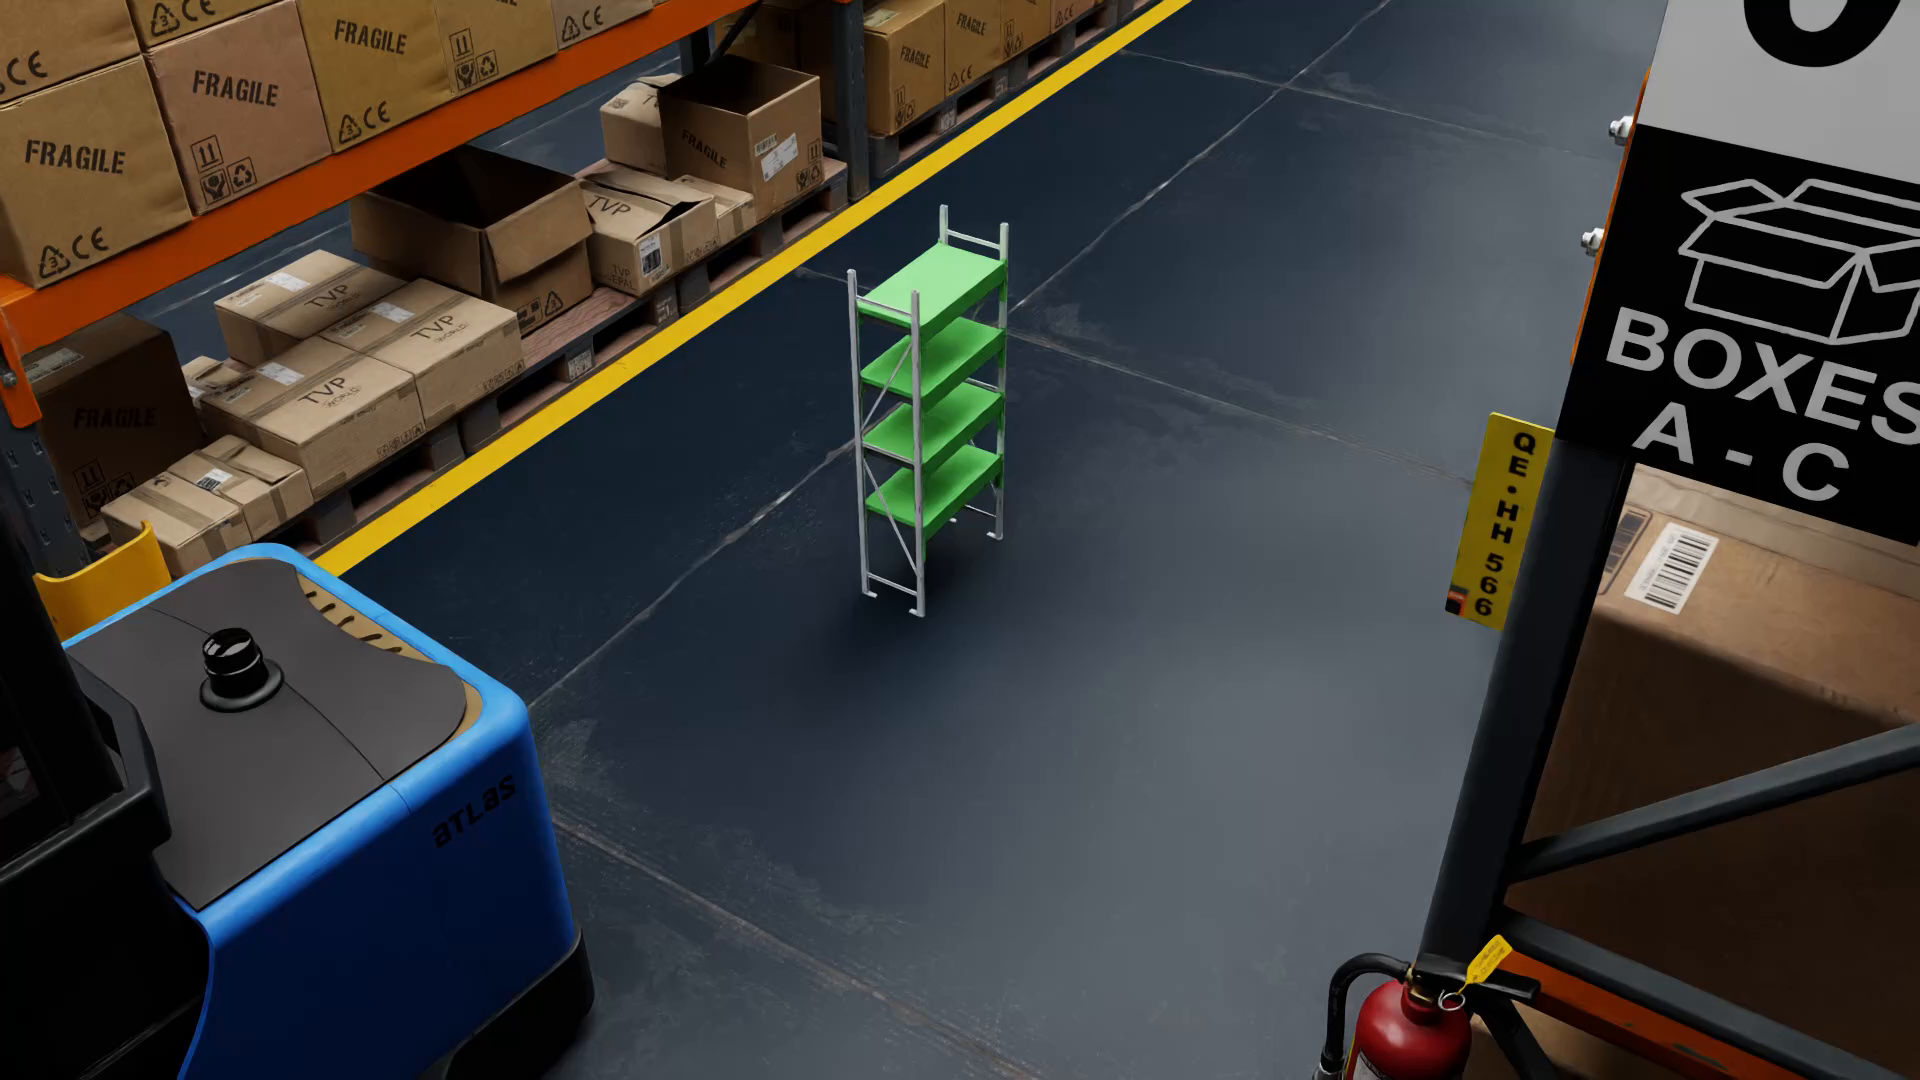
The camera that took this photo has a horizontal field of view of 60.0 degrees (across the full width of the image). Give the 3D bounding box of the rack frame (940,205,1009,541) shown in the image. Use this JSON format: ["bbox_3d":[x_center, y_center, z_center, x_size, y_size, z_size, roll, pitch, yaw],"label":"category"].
[{"bbox_3d":[0.042,-0.516,5.436,0.240,1.200,0.015,21,42,25],"label":"rack frame"}]

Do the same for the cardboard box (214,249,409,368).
[{"bbox_3d":[-2.406,-0.823,6.253,0.500,0.250,0.500,21,42,25],"label":"cardboard box"}]

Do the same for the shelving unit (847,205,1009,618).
[{"bbox_3d":[-0.089,-0.390,5.273,0.258,1.200,0.503,21,42,25],"label":"shelving unit"}]

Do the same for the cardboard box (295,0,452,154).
[{"bbox_3d":[-2.020,-1.605,5.293,0.500,0.500,0.500,21,42,25],"label":"cardboard box"}]

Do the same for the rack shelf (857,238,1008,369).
[{"bbox_3d":[-0.089,-0.719,5.019,0.258,0.148,0.480,21,42,25],"label":"rack shelf"}]

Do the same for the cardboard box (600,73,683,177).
[{"bbox_3d":[-1.288,-1.923,7.630,0.500,0.311,0.500,21,42,25],"label":"cardboard box"}]

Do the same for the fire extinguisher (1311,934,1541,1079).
[{"bbox_3d":[0.691,0.826,2.590,0.296,0.674,0.183,21,42,25],"label":"fire extinguisher"}]

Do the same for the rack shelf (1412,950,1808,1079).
[{"bbox_3d":[2.233,-0.025,3.915,1.077,0.370,4.000,21,42,25],"label":"rack shelf"}]

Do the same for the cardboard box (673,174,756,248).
[{"bbox_3d":[-1.097,-1.405,7.090,0.380,0.149,0.250,21,42,25],"label":"cardboard box"}]

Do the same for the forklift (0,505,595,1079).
[{"bbox_3d":[-2.218,0.559,2.624,1.130,2.935,3.031,26,44,29],"label":"forklift"}]

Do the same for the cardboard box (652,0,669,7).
[{"bbox_3d":[-1.207,-2.391,6.313,0.500,0.500,0.500,22,43,26],"label":"cardboard box"}]

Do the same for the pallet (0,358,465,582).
[{"bbox_3d":[-2.557,-0.243,5.893,1.003,0.211,1.213,21,42,25],"label":"pallet"}]

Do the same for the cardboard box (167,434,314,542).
[{"bbox_3d":[-2.375,-0.182,5.489,0.380,0.166,0.250,21,42,25],"label":"cardboard box"}]

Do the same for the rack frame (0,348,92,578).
[{"bbox_3d":[-3.024,-0.897,4.457,1.000,3.000,0.127,21,42,25],"label":"rack frame"}]

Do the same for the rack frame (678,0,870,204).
[{"bbox_3d":[-0.881,-2.959,7.132,1.000,3.000,0.127,21,42,25],"label":"rack frame"}]

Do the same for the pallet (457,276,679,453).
[{"bbox_3d":[-1.902,-0.870,6.705,1.003,0.211,1.213,21,42,25],"label":"pallet"}]

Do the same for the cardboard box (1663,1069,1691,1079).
[{"bbox_3d":[1.554,1.024,3.137,0.380,0.149,0.250,21,43,25],"label":"cardboard box"}]

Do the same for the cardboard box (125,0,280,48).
[{"bbox_3d":[-2.290,-1.747,4.659,0.500,0.500,0.500,22,43,26],"label":"cardboard box"}]

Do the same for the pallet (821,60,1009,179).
[{"bbox_3d":[-0.477,-2.287,8.543,1.003,0.211,1.213,21,42,25],"label":"pallet"}]

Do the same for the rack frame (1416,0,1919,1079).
[{"bbox_3d":[1.158,0.720,2.359,0.949,2.616,0.053,21,42,25],"label":"rack frame"}]

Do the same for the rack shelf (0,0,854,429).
[{"bbox_3d":[-1.952,-1.643,6.014,1.077,0.370,4.000,21,42,25],"label":"rack shelf"}]

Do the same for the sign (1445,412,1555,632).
[{"bbox_3d":[0.710,-0.016,2.171,0.100,0.325,0.005,21,42,25],"label":"sign"}]

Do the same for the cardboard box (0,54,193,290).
[{"bbox_3d":[-2.563,-1.079,4.611,0.500,0.500,0.500,22,43,26],"label":"cardboard box"}]

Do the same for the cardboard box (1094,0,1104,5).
[{"bbox_3d":[0.682,-3.380,9.365,0.500,0.500,0.500,20,42,24],"label":"cardboard box"}]

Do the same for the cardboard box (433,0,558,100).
[{"bbox_3d":[-1.751,-1.862,5.627,0.500,0.500,0.500,22,43,26],"label":"cardboard box"}]

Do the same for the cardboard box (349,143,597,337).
[{"bbox_3d":[-1.883,-1.175,6.501,0.797,0.503,0.637,21,42,25],"label":"cardboard box"}]

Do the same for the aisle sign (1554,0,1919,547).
[{"bbox_3d":[0.869,-0.369,1.643,0.394,0.787,0.004,21,42,25],"label":"aisle sign"}]

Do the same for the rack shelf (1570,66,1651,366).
[{"bbox_3d":[2.233,-1.213,2.999,1.077,0.370,4.000,21,42,25],"label":"rack shelf"}]

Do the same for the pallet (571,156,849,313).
[{"bbox_3d":[-1.249,-1.501,7.525,1.003,0.211,1.213,21,42,25],"label":"pallet"}]

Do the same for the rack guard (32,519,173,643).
[{"bbox_3d":[-2.983,0.054,5.271,1.175,0.500,0.348,21,42,25],"label":"rack guard"}]

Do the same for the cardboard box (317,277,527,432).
[{"bbox_3d":[-1.957,-0.686,6.074,0.500,0.250,0.500,21,42,25],"label":"cardboard box"}]

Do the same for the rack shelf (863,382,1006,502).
[{"bbox_3d":[-0.089,-0.339,5.312,0.258,0.148,0.480,21,42,25],"label":"rack shelf"}]

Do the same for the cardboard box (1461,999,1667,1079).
[{"bbox_3d":[1.452,1.151,3.503,0.700,0.500,0.500,21,42,25],"label":"cardboard box"}]

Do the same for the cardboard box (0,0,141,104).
[{"bbox_3d":[-2.563,-1.475,4.306,0.500,0.500,0.500,23,43,26],"label":"cardboard box"}]

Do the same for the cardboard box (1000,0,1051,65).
[{"bbox_3d":[0.135,-2.847,8.673,0.500,0.500,0.500,22,43,26],"label":"cardboard box"}]

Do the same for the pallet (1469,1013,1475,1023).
[{"bbox_3d":[1.523,1.388,3.777,1.003,0.211,1.213,21,42,25],"label":"pallet"}]

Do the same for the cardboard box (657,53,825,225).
[{"bbox_3d":[-0.946,-1.757,7.259,0.500,0.500,0.500,21,42,25],"label":"cardboard box"}]

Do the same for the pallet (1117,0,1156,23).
[{"bbox_3d":[0.831,-3.544,10.175,1.003,0.211,1.213,21,42,25],"label":"pallet"}]

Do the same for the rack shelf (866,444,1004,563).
[{"bbox_3d":[-0.089,-0.149,5.459,0.258,0.148,0.480,21,42,25],"label":"rack shelf"}]

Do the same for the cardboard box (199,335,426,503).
[{"bbox_3d":[-2.225,-0.428,5.740,0.500,0.250,0.500,21,42,25],"label":"cardboard box"}]

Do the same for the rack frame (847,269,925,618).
[{"bbox_3d":[-0.219,-0.264,5.110,0.240,1.200,0.015,21,42,25],"label":"rack frame"}]

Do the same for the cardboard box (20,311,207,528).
[{"bbox_3d":[-2.940,-0.442,5.554,0.500,0.500,0.500,21,42,25],"label":"cardboard box"}]

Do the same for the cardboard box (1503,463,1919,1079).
[{"bbox_3d":[1.426,0.336,2.611,0.980,0.700,0.700,23,43,27],"label":"cardboard box"}]

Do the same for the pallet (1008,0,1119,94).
[{"bbox_3d":[0.176,-2.918,9.362,1.003,0.211,1.213,21,42,25],"label":"pallet"}]

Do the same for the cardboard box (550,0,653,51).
[{"bbox_3d":[-1.480,-2.125,5.968,0.500,0.500,0.500,22,43,26],"label":"cardboard box"}]

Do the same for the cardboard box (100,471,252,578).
[{"bbox_3d":[-2.509,-0.046,5.327,0.380,0.149,0.250,21,42,25],"label":"cardboard box"}]

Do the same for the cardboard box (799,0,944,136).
[{"bbox_3d":[-0.416,-2.313,7.981,0.500,0.500,0.500,19,42,23],"label":"cardboard box"}]

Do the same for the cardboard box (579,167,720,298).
[{"bbox_3d":[-1.348,-1.296,6.816,0.500,0.311,0.500,21,42,25],"label":"cardboard box"}]

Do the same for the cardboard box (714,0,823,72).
[{"bbox_3d":[-0.858,-2.492,8.212,0.500,0.500,0.500,21,42,25],"label":"cardboard box"}]

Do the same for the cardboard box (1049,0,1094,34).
[{"bbox_3d":[0.406,-3.107,9.011,0.500,0.500,0.500,20,42,23],"label":"cardboard box"}]

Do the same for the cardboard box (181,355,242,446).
[{"bbox_3d":[-2.647,-0.490,5.889,0.380,0.166,0.250,21,42,25],"label":"cardboard box"}]

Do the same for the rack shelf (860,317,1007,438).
[{"bbox_3d":[-0.089,-0.529,5.165,0.258,0.148,0.480,21,42,25],"label":"rack shelf"}]

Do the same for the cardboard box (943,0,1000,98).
[{"bbox_3d":[-0.139,-2.592,8.342,0.500,0.500,0.500,22,43,26],"label":"cardboard box"}]

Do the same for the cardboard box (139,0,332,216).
[{"bbox_3d":[-2.291,-1.347,4.959,0.500,0.500,0.500,21,42,25],"label":"cardboard box"}]
